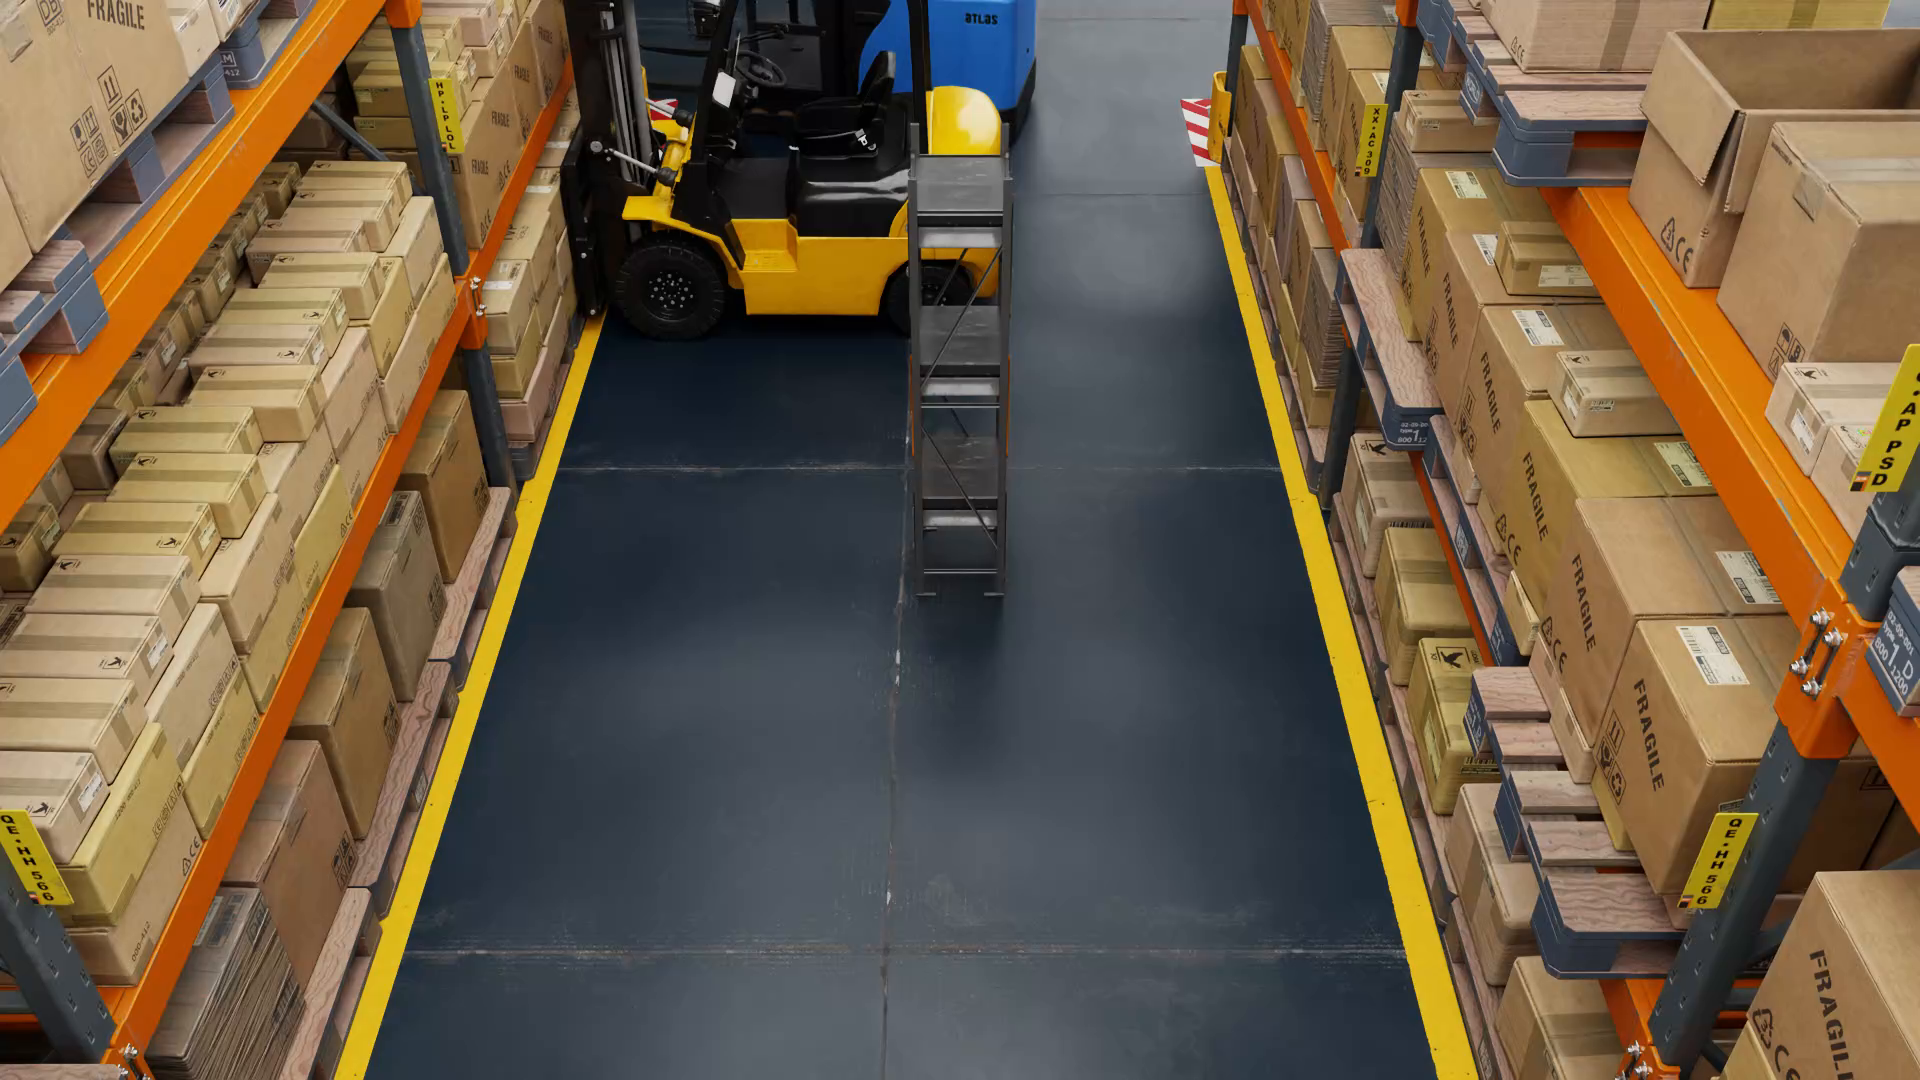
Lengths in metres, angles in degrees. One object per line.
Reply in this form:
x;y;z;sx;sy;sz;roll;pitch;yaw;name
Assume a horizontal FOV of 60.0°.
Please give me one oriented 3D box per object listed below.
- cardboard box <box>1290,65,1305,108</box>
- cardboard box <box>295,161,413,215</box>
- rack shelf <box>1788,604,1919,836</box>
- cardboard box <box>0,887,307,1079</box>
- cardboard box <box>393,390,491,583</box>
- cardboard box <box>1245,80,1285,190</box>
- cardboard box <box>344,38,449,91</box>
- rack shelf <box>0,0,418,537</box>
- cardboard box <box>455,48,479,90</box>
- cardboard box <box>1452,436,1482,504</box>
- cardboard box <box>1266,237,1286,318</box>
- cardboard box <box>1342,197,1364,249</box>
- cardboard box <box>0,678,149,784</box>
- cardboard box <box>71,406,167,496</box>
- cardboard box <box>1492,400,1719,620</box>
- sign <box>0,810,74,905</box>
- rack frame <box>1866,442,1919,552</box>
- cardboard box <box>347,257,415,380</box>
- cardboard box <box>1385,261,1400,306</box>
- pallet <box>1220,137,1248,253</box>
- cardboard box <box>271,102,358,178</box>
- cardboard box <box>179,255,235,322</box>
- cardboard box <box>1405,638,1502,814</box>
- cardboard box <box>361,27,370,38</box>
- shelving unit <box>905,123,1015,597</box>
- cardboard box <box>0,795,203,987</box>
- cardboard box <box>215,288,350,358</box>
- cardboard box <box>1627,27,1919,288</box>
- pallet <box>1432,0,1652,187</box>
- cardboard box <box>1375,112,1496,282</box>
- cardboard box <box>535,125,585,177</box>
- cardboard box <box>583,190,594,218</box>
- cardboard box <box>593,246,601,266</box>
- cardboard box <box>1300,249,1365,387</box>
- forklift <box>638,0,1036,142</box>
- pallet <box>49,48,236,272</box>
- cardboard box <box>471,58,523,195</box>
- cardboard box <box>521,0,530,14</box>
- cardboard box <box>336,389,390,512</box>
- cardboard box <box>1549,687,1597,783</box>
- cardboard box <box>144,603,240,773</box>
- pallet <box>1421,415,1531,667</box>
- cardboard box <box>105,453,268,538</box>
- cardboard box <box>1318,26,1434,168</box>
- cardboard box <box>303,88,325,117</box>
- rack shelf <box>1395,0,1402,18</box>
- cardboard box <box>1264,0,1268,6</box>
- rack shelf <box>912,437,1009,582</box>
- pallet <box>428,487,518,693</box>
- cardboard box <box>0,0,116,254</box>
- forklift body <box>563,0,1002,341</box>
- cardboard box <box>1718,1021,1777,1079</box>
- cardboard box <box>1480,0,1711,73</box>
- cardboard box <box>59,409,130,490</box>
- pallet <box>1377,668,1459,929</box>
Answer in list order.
1.960;-2.407;8.802;0.380;0.149;0.250;0;39;0;cardboard box
-2.465;-1.421;6.772;0.380;0.149;0.250;1;39;2;cardboard box
2.284;1.514;1.884;1.077;0.370;4.000;0;39;0;rack shelf
-2.669;1.532;5.249;0.875;0.625;0.625;1;39;1;cardboard box
-2.675;-0.253;7.476;0.875;0.625;0.625;2;39;2;cardboard box
2.002;-2.387;9.839;0.500;0.500;0.500;-1;39;-2;cardboard box
-2.499;-2.114;7.398;0.380;0.149;0.250;1;39;1;cardboard box
-2.685;-0.982;4.998;1.077;0.370;4.000;0;39;0;rack shelf
-2.454;-2.159;7.692;0.380;0.149;0.250;0;39;0;cardboard box
1.935;-0.253;5.778;0.380;0.149;0.250;1;39;2;cardboard box
2.001;-1.460;9.281;0.500;0.250;0.500;1;39;1;cardboard box
1.971;-1.451;7.608;0.380;0.149;0.250;0;39;-1;cardboard box
-2.390;0.500;4.374;0.380;0.149;0.250;1;39;1;cardboard box
-2.954;-0.206;5.574;0.500;0.250;0.500;-1;39;-1;cardboard box
1.989;-0.089;5.054;0.500;0.500;0.500;-3;39;-3;cardboard box
-2.140;0.732;3.821;0.100;0.325;0.005;0;39;0;sign
2.281;-1.188;2.282;1.000;3.000;0.127;0;39;0;rack frame
-2.423;-0.850;6.378;0.500;0.250;0.500;-1;39;-1;cardboard box
1.961;-1.068;6.795;0.380;0.149;0.250;0;39;1;cardboard box
2.238;-2.206;10.580;1.003;0.211;1.213;0;39;0;pallet
-2.958;-1.662;7.591;0.500;0.500;0.500;0;39;0;cardboard box
-2.933;-0.931;6.160;0.380;0.149;0.250;0;39;0;cardboard box
2.286;0.726;6.457;0.950;0.372;0.625;1;39;1;cardboard box
-3.010;-2.319;7.893;0.380;0.149;0.250;0;39;0;cardboard box
0.000;-0.716;7.210;0.431;2.100;0.503;0;39;0;shelving unit
-2.439;0.940;4.544;0.500;0.250;0.500;0;39;0;cardboard box
-2.428;-0.778;5.970;0.380;0.149;0.250;-1;39;-1;cardboard box
2.251;-1.012;4.378;0.797;0.503;0.637;0;39;0;cardboard box
2.175;-1.411;5.109;1.213;0.211;1.003;0;39;0;pallet
1.990;-1.374;6.658;0.500;0.500;0.500;1;39;1;cardboard box
-2.369;-2.085;9.263;0.500;0.250;0.500;-1;39;-1;cardboard box
-2.370;-1.876;9.401;0.500;0.250;0.500;0;39;0;cardboard box
-2.369;-1.693;9.572;0.500;0.250;0.500;1;39;1;cardboard box
2.008;-1.102;8.235;0.500;0.500;0.500;-1;39;-1;cardboard box
-1.029;-4.249;10.953;3.031;2.935;1.130;7;39;8;forklift
-2.777;-1.062;4.674;1.003;0.211;1.213;2;39;2;pallet
-2.444;-1.985;7.994;0.500;0.500;0.500;1;39;1;cardboard box
-2.406;-2.801;8.494;0.380;0.149;0.250;-1;39;-1;cardboard box
-2.449;-0.344;6.146;0.500;0.250;0.500;0;39;0;cardboard box
1.928;0.557;4.767;0.380;0.149;0.250;0;39;0;cardboard box
-2.438;0.432;4.778;0.500;0.250;0.500;1;39;1;cardboard box
2.238;-0.010;5.763;1.003;0.211;1.213;0;39;0;pallet
-2.400;-0.140;5.173;0.380;0.149;0.250;1;39;1;cardboard box
2.020;-2.103;7.903;0.500;0.500;0.500;1;39;1;cardboard box
-2.990;-1.950;7.194;0.380;0.149;0.250;0;39;0;cardboard box
2.274;-3.489;8.127;1.077;0.370;4.000;0;39;0;rack shelf
1.999;-3.385;9.502;0.500;0.500;0.500;1;39;1;cardboard box
0.000;-0.159;7.656;0.431;0.518;0.480;0;39;0;rack shelf
-2.647;0.206;7.569;1.003;0.211;1.213;0;39;0;pallet
-2.540;-1.022;3.978;0.700;0.500;0.500;-1;39;-1;cardboard box
-0.865;-2.328;9.181;2.313;2.155;1.214;0;39;0;forklift body
2.035;1.334;3.653;0.500;0.250;0.500;0;39;0;cardboard box
1.901;-1.627;5.012;0.500;0.250;0.500;0;39;-1;cardboard box
-2.906;-0.297;5.368;0.380;0.149;0.250;1;39;1;cardboard box
2.283;0.992;6.589;1.003;0.211;1.213;0;39;0;pallet
